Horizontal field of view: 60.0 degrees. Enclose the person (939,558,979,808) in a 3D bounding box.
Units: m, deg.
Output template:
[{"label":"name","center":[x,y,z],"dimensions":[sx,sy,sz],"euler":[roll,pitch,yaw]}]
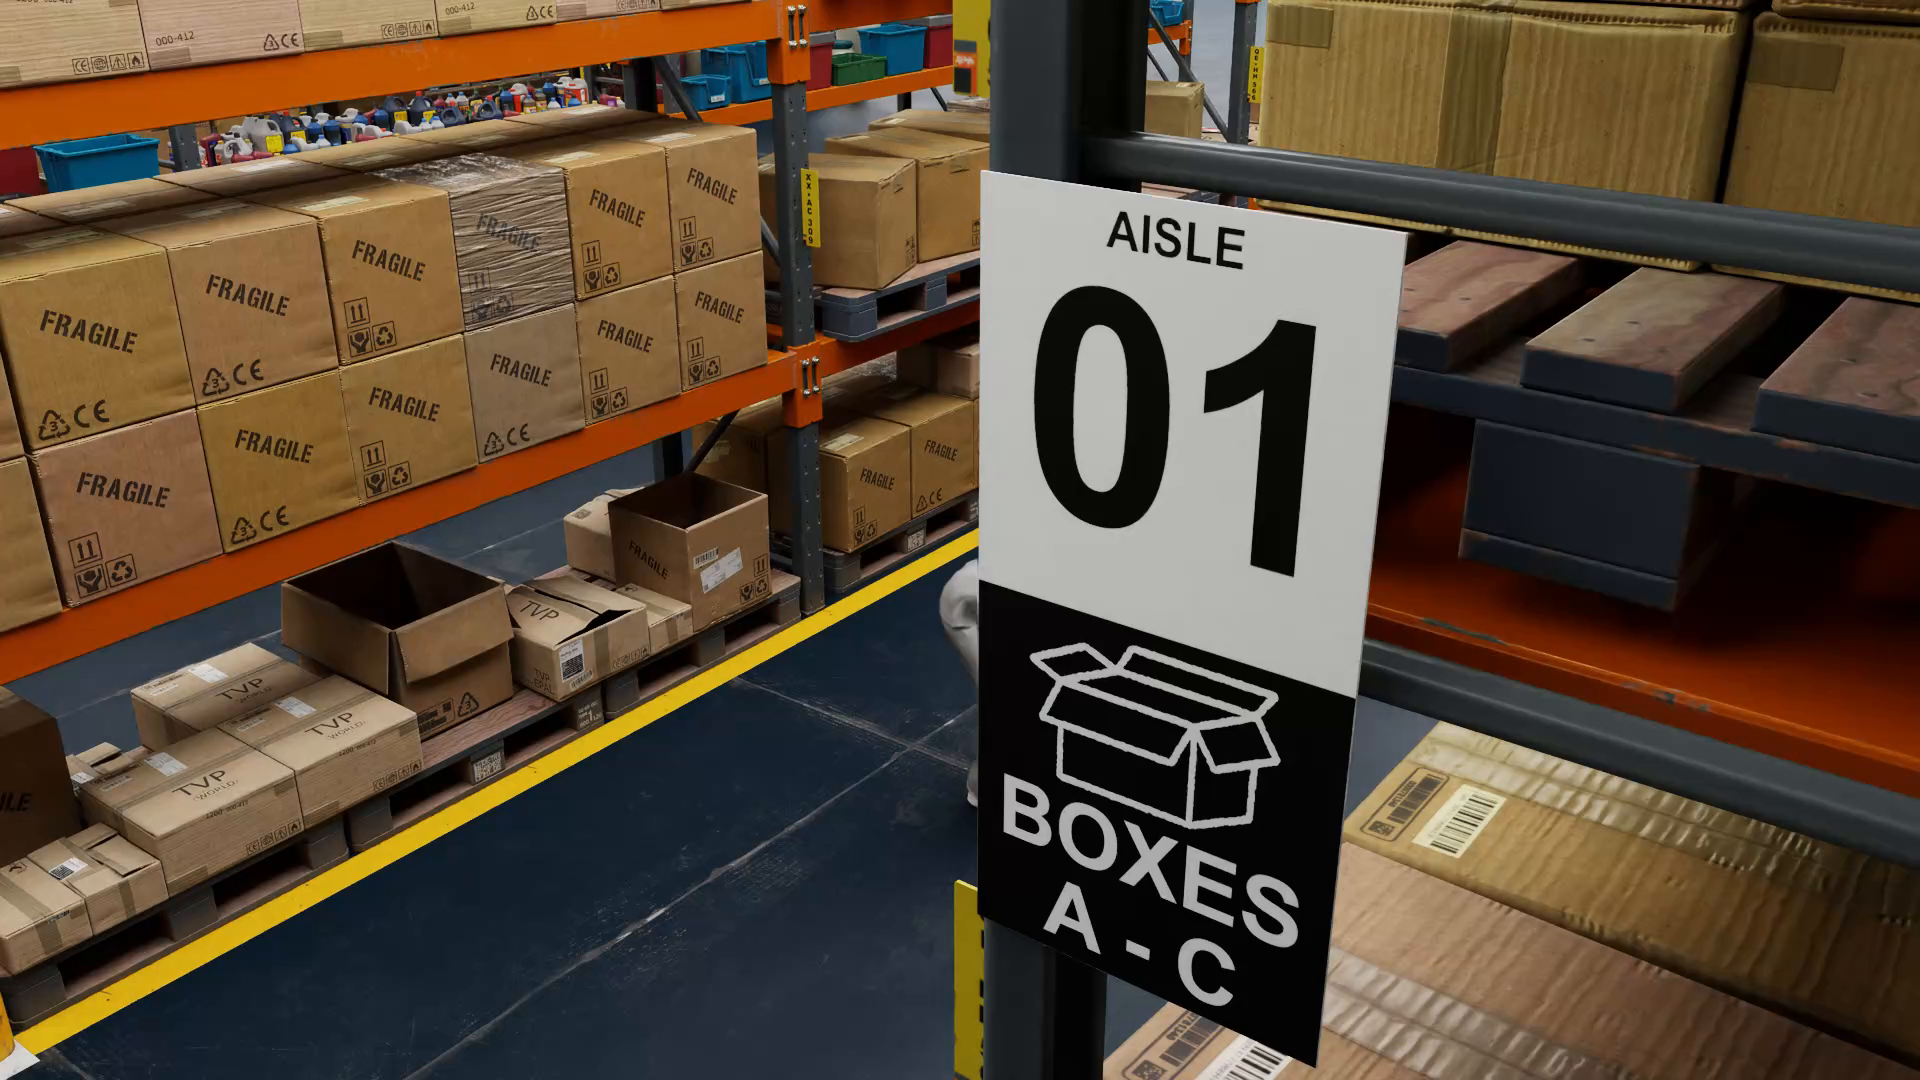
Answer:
[{"label":"person","center":[0.331,0.593,6.130],"dimensions":[0.865,0.966,0.439],"euler":[15,28,31]}]
